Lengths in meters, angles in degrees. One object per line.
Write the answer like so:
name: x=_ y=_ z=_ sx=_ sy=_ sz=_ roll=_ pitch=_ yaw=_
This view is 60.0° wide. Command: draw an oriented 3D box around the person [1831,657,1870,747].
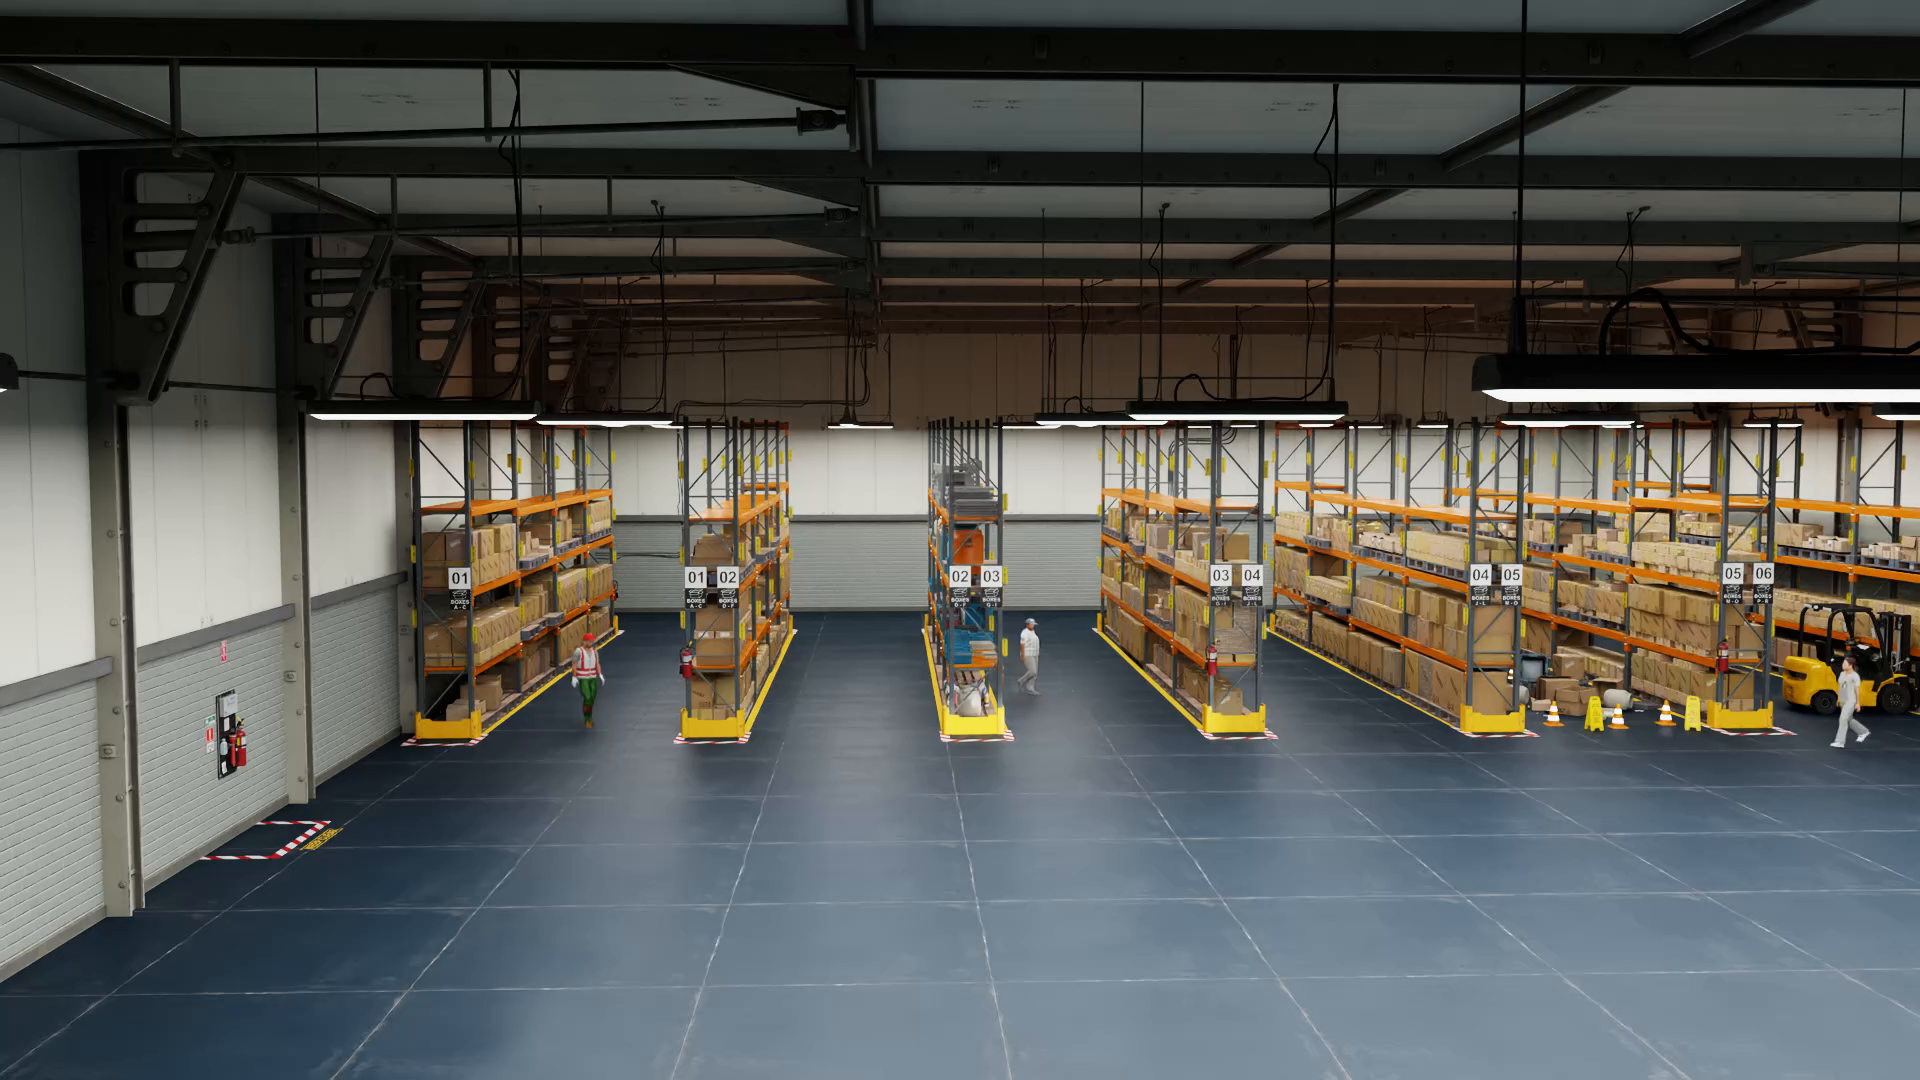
person: x=16.163 y=2.927 z=30.157 sx=0.933 sy=1.637 sz=0.462 roll=-1 pitch=4 yaw=-16

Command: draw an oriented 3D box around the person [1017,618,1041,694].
person: x=1.504 y=2.524 z=36.072 sx=0.495 sy=1.655 sz=0.499 roll=2 pitch=4 yaw=29

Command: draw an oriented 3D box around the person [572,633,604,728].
person: x=-7.220 y=2.741 z=32.342 sx=0.509 sy=1.846 sz=0.570 roll=3 pitch=5 yaw=43

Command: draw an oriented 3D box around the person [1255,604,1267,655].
person: x=7.333 y=2.191 z=41.310 sx=0.580 sy=1.780 sz=0.537 roll=1 pitch=4 yaw=8
